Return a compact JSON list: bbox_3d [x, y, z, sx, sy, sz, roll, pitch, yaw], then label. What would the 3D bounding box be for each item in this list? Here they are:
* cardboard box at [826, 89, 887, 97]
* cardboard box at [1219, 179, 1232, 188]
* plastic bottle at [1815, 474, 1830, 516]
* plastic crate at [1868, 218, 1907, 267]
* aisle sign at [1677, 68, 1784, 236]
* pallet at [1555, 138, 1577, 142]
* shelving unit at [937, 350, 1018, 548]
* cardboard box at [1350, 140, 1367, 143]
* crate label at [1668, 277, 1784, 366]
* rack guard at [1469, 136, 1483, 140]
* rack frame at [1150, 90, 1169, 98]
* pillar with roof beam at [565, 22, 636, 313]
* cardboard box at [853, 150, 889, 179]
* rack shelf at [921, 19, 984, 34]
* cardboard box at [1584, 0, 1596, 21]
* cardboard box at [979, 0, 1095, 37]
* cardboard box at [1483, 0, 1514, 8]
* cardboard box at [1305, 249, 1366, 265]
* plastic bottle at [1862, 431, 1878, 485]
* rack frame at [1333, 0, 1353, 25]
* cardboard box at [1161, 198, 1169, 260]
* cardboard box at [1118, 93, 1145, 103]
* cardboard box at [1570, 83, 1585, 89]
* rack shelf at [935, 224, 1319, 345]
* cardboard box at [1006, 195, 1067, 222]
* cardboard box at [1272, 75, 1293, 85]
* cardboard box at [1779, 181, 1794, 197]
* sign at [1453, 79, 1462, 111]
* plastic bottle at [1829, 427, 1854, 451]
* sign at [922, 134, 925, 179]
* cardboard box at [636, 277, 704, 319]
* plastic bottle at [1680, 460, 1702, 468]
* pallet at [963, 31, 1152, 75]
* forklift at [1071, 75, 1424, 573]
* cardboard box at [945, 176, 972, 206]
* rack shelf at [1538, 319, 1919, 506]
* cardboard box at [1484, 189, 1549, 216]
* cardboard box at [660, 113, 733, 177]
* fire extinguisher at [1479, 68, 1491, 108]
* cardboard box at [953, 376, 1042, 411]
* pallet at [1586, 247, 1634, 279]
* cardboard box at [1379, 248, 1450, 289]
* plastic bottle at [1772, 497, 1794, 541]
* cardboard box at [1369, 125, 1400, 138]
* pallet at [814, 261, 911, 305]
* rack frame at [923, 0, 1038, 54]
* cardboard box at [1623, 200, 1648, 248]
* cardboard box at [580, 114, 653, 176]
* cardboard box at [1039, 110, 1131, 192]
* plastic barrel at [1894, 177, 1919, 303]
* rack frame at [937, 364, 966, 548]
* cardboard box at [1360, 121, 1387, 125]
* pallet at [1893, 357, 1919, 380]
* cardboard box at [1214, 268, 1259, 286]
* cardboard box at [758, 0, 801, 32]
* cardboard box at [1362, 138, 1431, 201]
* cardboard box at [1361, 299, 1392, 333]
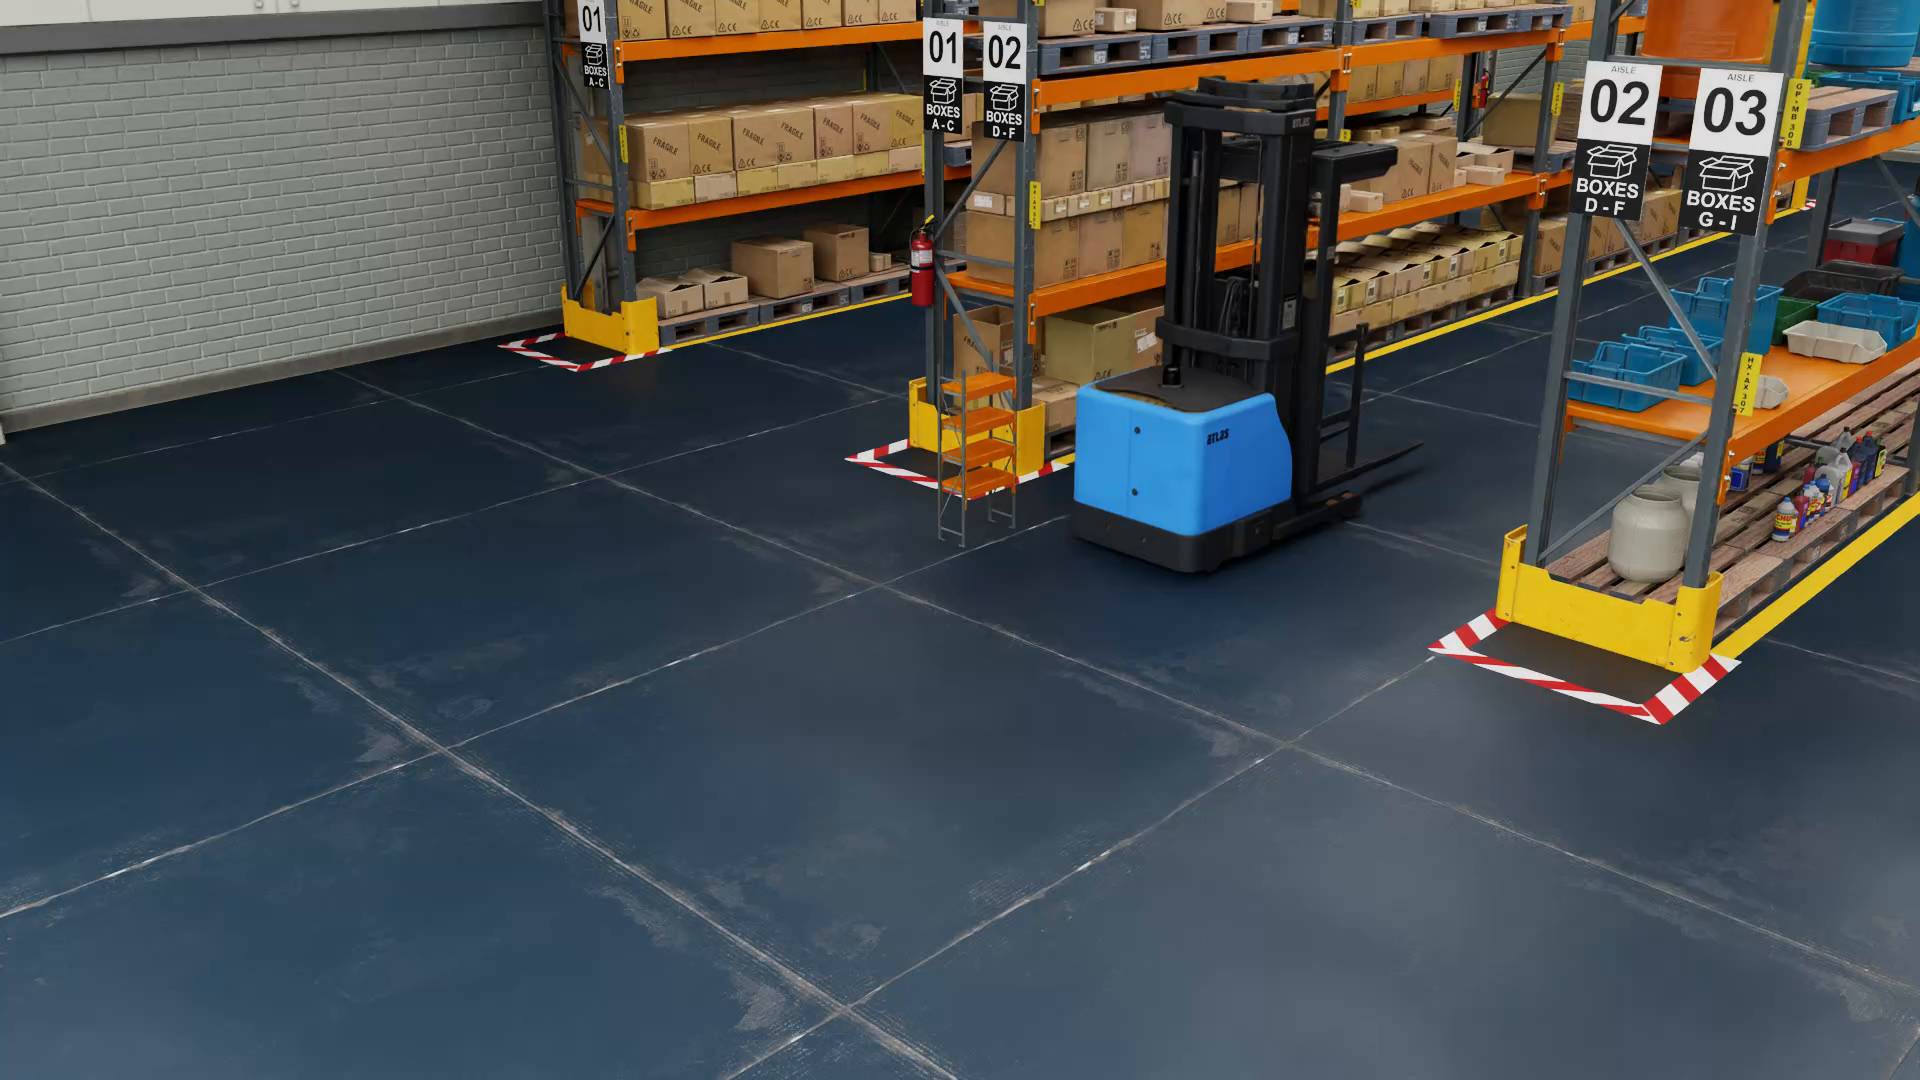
[{"bbox_3d":[-1.104,-4.543,17.850,0.500,0.500,0.500,18,28,39],"label":"cardboard box"},{"bbox_3d":[2.002,-2.984,13.613,0.250,0.149,0.380,-19,28,-41],"label":"cardboard box"},{"bbox_3d":[5.619,-0.301,10.866,0.097,0.271,0.097,0,21,0],"label":"plastic bottle"},{"bbox_3d":[7.018,-2.197,12.632,0.392,0.384,0.575,19,28,41],"label":"plastic crate"},{"bbox_3d":[3.841,-1.937,8.308,0.394,0.787,0.004,19,28,41],"label":"aisle sign"},{"bbox_3d":[7.069,-4.523,18.930,1.003,0.211,1.213,19,28,41],"label":"pallet"},{"bbox_3d":[0.115,-0.603,10.970,0.258,1.200,0.503,19,28,41],"label":"shelving unit"},{"bbox_3d":[5.549,-5.575,24.297,0.700,0.500,0.500,20,29,41],"label":"cardboard box"},{"bbox_3d":[4.771,-1.372,10.414,0.502,0.435,0.616,19,28,41],"label":"crate label"},{"bbox_3d":[7.761,-6.247,26.630,1.175,0.500,0.348,19,28,41],"label":"rack guard"},{"bbox_3d":[2.164,-5.351,20.815,1.000,3.000,0.127,19,28,41],"label":"rack frame"},{"bbox_3d":[-0.464,-5.414,12.617,9.100,9.000,0.400,19,28,41],"label":"pillar with roof beam"},{"bbox_3d":[-1.094,-3.938,17.321,0.500,0.250,0.500,19,28,41],"label":"cardboard box"},{"bbox_3d":[0.768,-5.901,19.068,1.077,0.370,4.000,19,28,41],"label":"rack shelf"},{"bbox_3d":[6.351,-5.810,17.691,0.910,0.500,0.500,19,28,41],"label":"cardboard box"},{"bbox_3d":[0.539,-3.912,11.966,0.637,0.503,0.797,-18,27,-38],"label":"cardboard box"},{"bbox_3d":[5.087,-5.368,16.303,0.500,0.250,0.500,-19,28,-41],"label":"cardboard box"},{"bbox_3d":[3.710,-2.697,16.376,0.500,0.311,0.500,19,28,40],"label":"cardboard box"},{"bbox_3d":[6.229,-0.574,11.467,0.144,0.351,0.185,18,28,39],"label":"plastic bottle"},{"bbox_3d":[2.925,-5.884,13.841,1.000,3.000,0.127,19,28,41],"label":"rack frame"},{"bbox_3d":[1.547,-2.618,13.565,0.500,0.500,0.700,-19,28,-40],"label":"cardboard box"},{"bbox_3d":[1.843,-5.480,20.397,0.700,0.500,0.500,15,26,35],"label":"cardboard box"},{"bbox_3d":[7.318,-4.913,18.952,0.700,0.500,0.500,12,24,27],"label":"cardboard box"},{"bbox_3d":[1.530,-2.234,13.708,1.077,0.370,4.000,19,28,41],"label":"rack shelf"},{"bbox_3d":[0.563,-2.452,12.230,0.380,0.149,0.250,19,28,40],"label":"cardboard box"},{"bbox_3d":[4.107,-6.132,22.264,0.500,0.500,0.500,19,28,41],"label":"cardboard box"},{"bbox_3d":[11.093,-5.006,22.788,0.500,0.500,0.500,19,28,41],"label":"cardboard box"},{"bbox_3d":[5.320,-4.749,17.745,0.100,0.325,0.005,19,28,41],"label":"sign"},{"bbox_3d":[6.125,-0.610,11.561,0.144,0.351,0.185,19,28,41],"label":"plastic bottle"},{"bbox_3d":[-0.244,-2.846,12.354,0.100,0.325,0.005,19,28,41],"label":"sign"},{"bbox_3d":[-2.870,-2.400,16.272,0.500,0.311,0.500,15,26,35],"label":"cardboard box"},{"bbox_3d":[4.844,-0.389,11.088,0.152,0.276,0.135,20,28,41],"label":"plastic bottle"},{"bbox_3d":[0.646,-3.590,12.175,1.003,0.211,1.213,19,28,41],"label":"pallet"},{"bbox_3d":[2.136,-1.596,11.142,3.031,2.935,1.130,-19,28,-41],"label":"forklift"},{"bbox_3d":[0.180,-4.019,19.175,0.500,0.250,0.500,19,28,40],"label":"cardboard box"},{"bbox_3d":[5.076,-0.993,10.480,1.077,0.370,4.000,19,28,41],"label":"rack shelf"},{"bbox_3d":[6.236,-3.815,18.646,0.500,0.250,0.500,-19,28,-40],"label":"cardboard box"},{"bbox_3d":[-2.517,-3.756,15.801,0.500,0.500,0.500,19,28,41],"label":"cardboard box"},{"bbox_3d":[8.180,-7.120,26.047,0.296,0.674,0.183,19,28,41],"label":"fire extinguisher"},{"bbox_3d":[0.297,-1.180,13.211,0.500,0.250,0.500,19,28,41],"label":"cardboard box"},{"bbox_3d":[7.114,-3.305,19.379,1.003,0.211,1.213,19,28,41],"label":"pallet"},{"bbox_3d":[4.463,-2.698,16.377,0.500,0.311,0.500,-19,28,-41],"label":"cardboard box"},{"bbox_3d":[5.169,-0.135,10.434,0.097,0.271,0.097,0,21,0],"label":"plastic bottle"},{"bbox_3d":[6.283,-6.054,24.640,0.380,0.149,0.250,18,28,39],"label":"cardboard box"},{"bbox_3d":[-1.070,-2.840,18.168,1.003,0.211,1.213,19,28,41],"label":"pallet"},{"bbox_3d":[0.135,-4.856,11.165,1.000,3.000,0.127,19,28,41],"label":"rack frame"},{"bbox_3d":[7.666,-3.726,19.460,0.500,0.500,0.500,20,29,41],"label":"cardboard box"},{"bbox_3d":[-3.241,-3.758,15.807,0.500,0.500,0.500,19,28,40],"label":"cardboard box"},{"bbox_3d":[0.869,-2.975,12.686,0.700,0.500,0.500,18,28,39],"label":"cardboard box"},{"bbox_3d":[6.958,-2.101,11.660,0.600,0.901,0.708,19,28,41],"label":"plastic barrel"},{"bbox_3d":[-0.055,-0.540,10.807,0.240,1.200,0.015,19,28,41],"label":"rack frame"},{"bbox_3d":[6.212,-6.225,25.085,0.380,0.149,0.250,19,28,40],"label":"cardboard box"},{"bbox_3d":[8.694,-1.380,14.371,1.003,0.211,1.213,19,28,41],"label":"pallet"},{"bbox_3d":[2.401,-2.047,14.421,0.500,0.500,0.500,19,28,41],"label":"cardboard box"},{"bbox_3d":[-1.887,-5.181,16.024,0.500,0.500,0.500,-18,27,-39],"label":"cardboard box"},{"bbox_3d":[4.189,-3.588,16.089,0.500,0.500,0.500,19,28,41],"label":"cardboard box"},{"bbox_3d":[3.741,-2.169,15.784,0.500,0.250,0.500,-19,28,-41],"label":"cardboard box"}]
